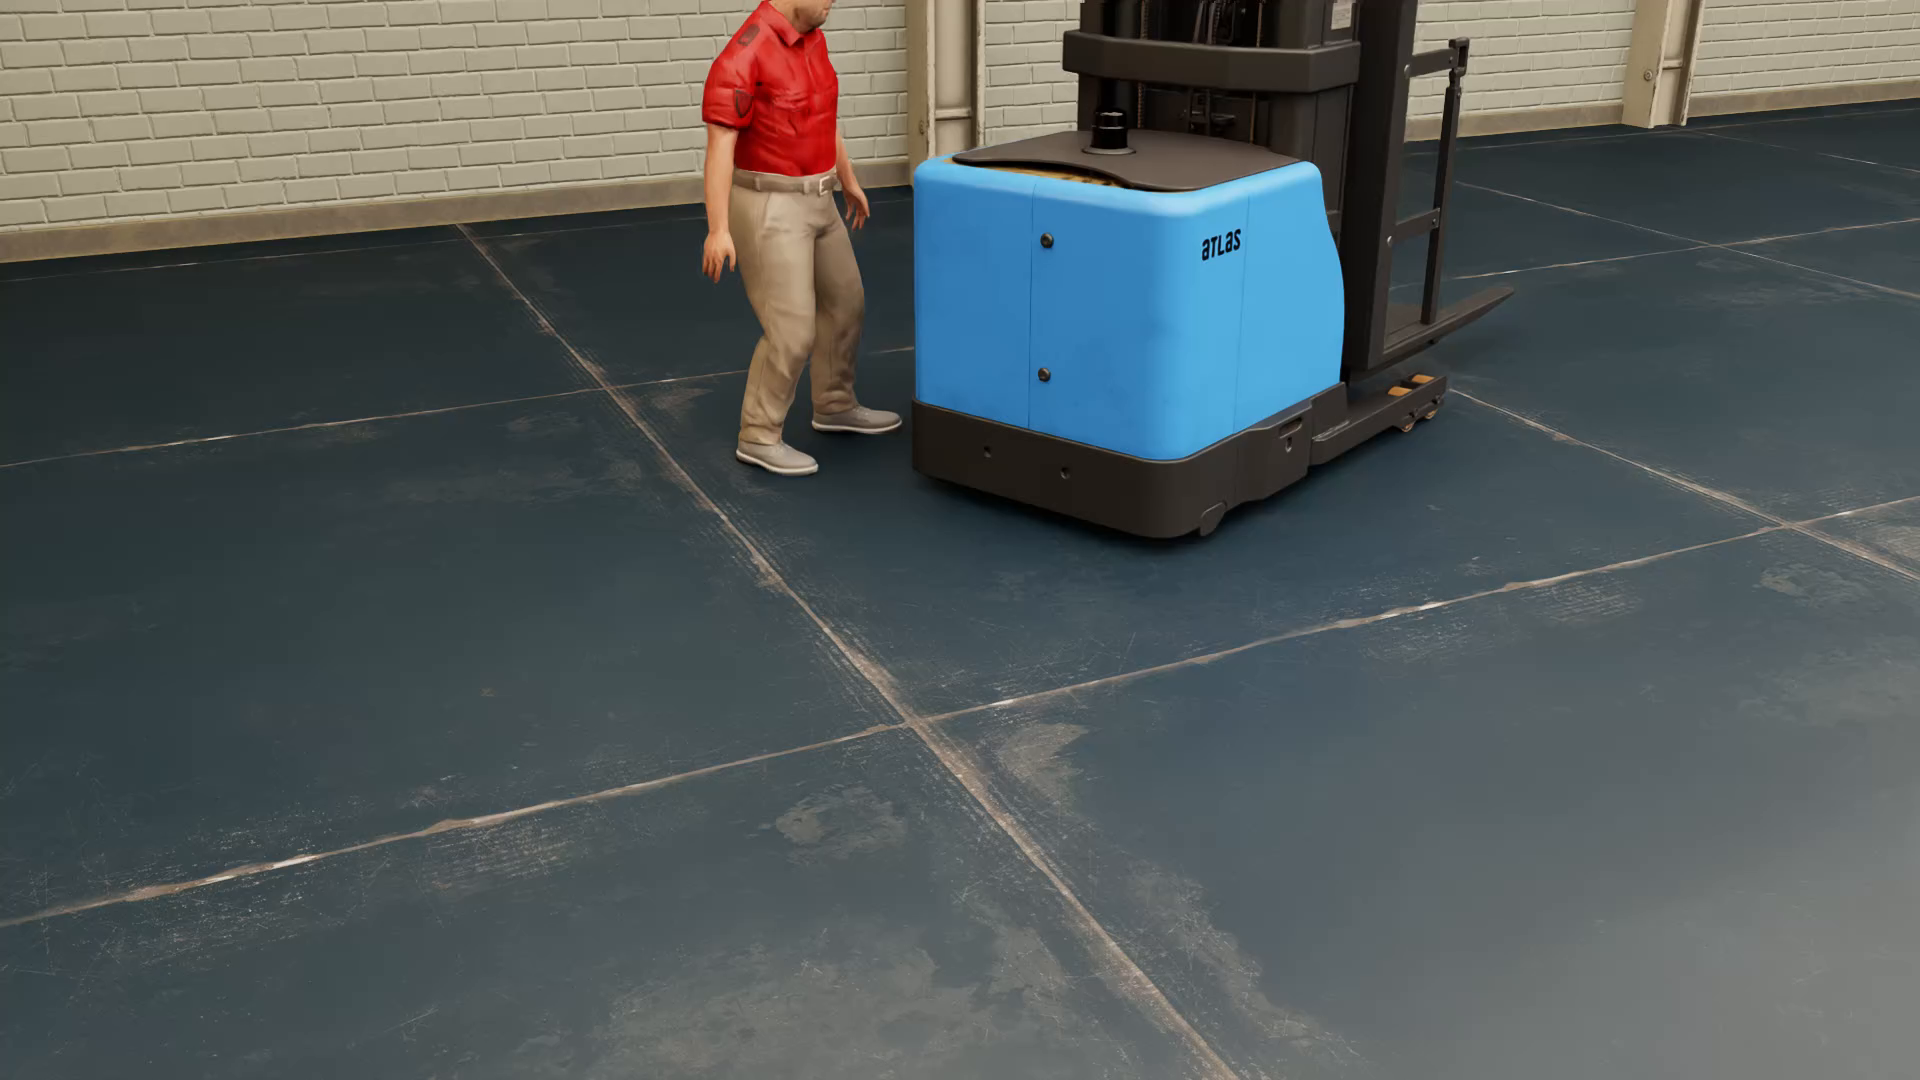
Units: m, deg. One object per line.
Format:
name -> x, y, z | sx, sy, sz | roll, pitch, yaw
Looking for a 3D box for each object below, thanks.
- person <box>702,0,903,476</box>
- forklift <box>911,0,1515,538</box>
person -> -0.540, -1.083, 5.503 | 0.389, 1.702, 0.831 | 10, 24, 22
forklift -> 1.159, -1.852, 5.744 | 1.130, 2.935, 3.031 | 17, 28, 36
